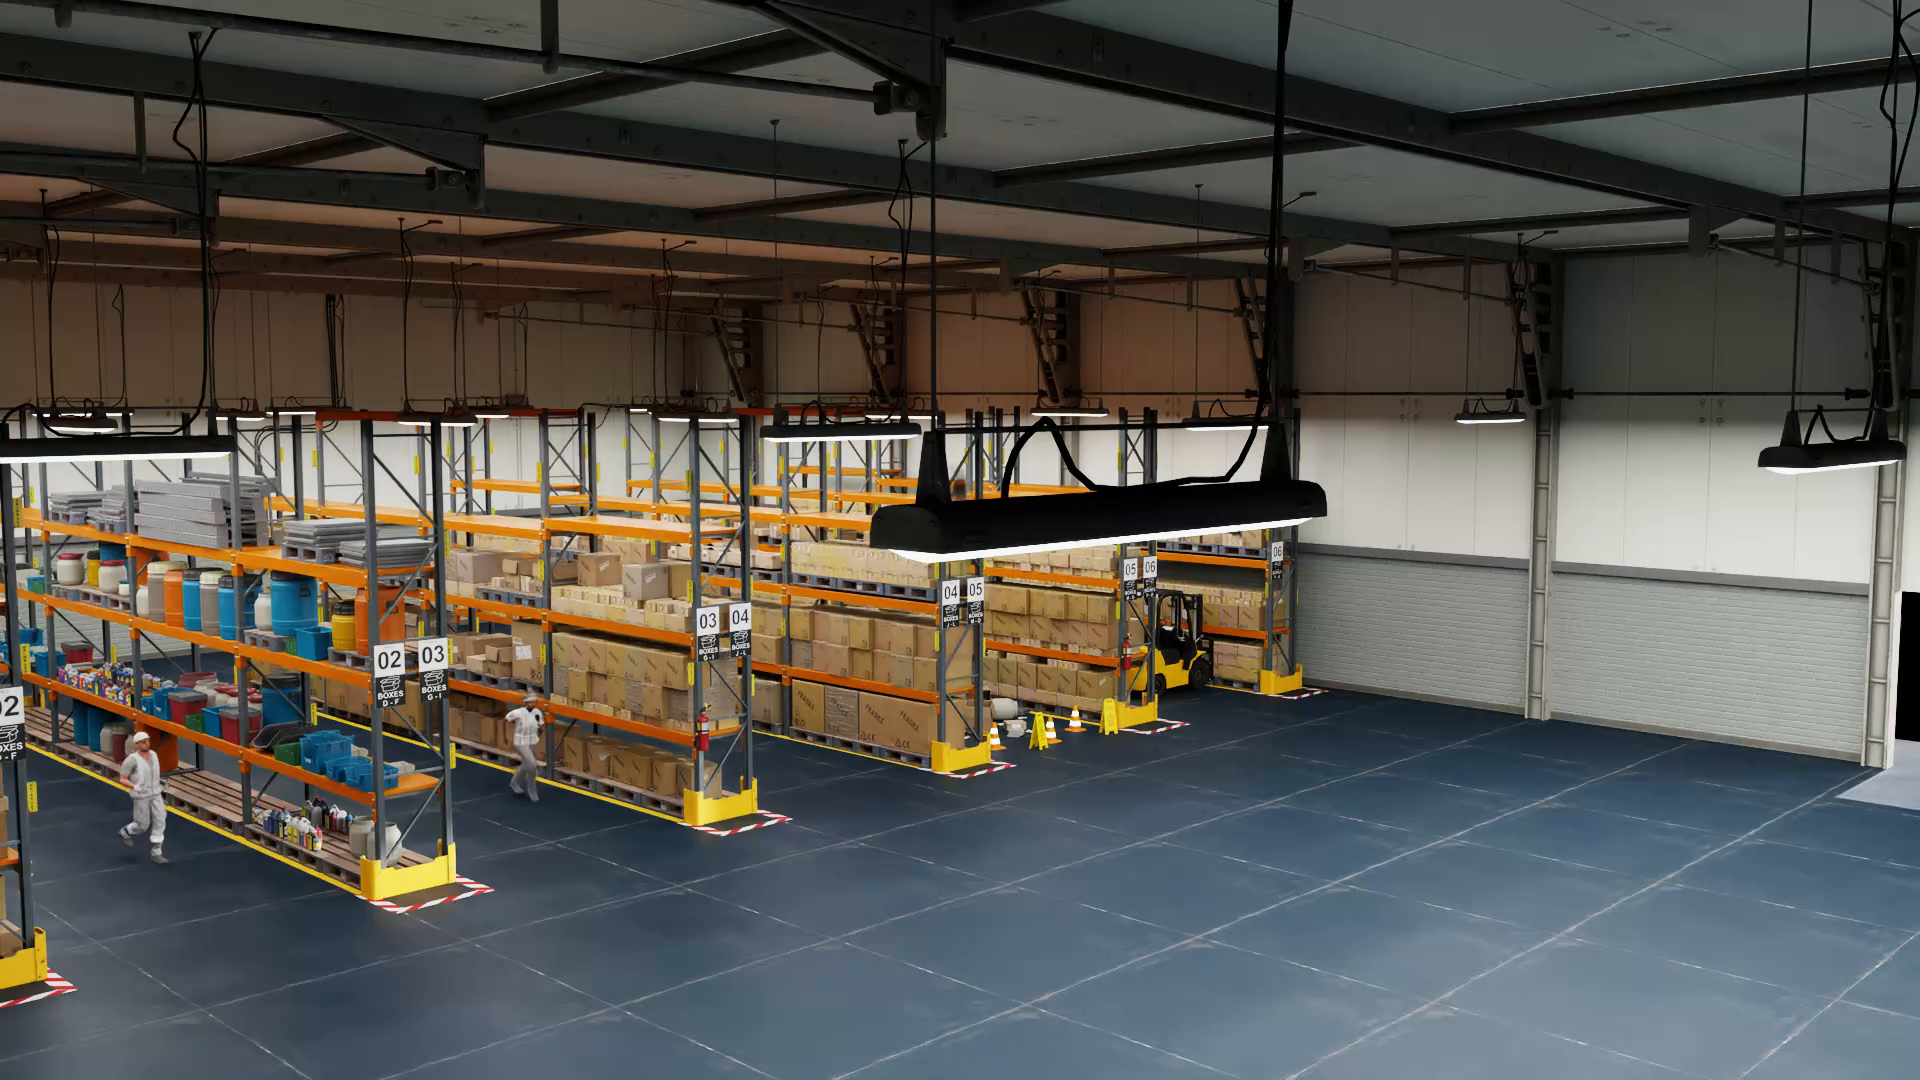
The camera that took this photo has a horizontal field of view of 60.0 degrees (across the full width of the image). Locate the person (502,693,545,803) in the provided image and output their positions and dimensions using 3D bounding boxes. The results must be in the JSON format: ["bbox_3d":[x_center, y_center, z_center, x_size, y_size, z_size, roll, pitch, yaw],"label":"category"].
[{"bbox_3d":[-6.776,3.207,25.897,0.836,1.726,0.600,5,7,42],"label":"person"}]

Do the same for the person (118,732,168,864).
[{"bbox_3d":[-11.031,3.464,22.485,0.863,1.771,0.657,3,6,28],"label":"person"}]
